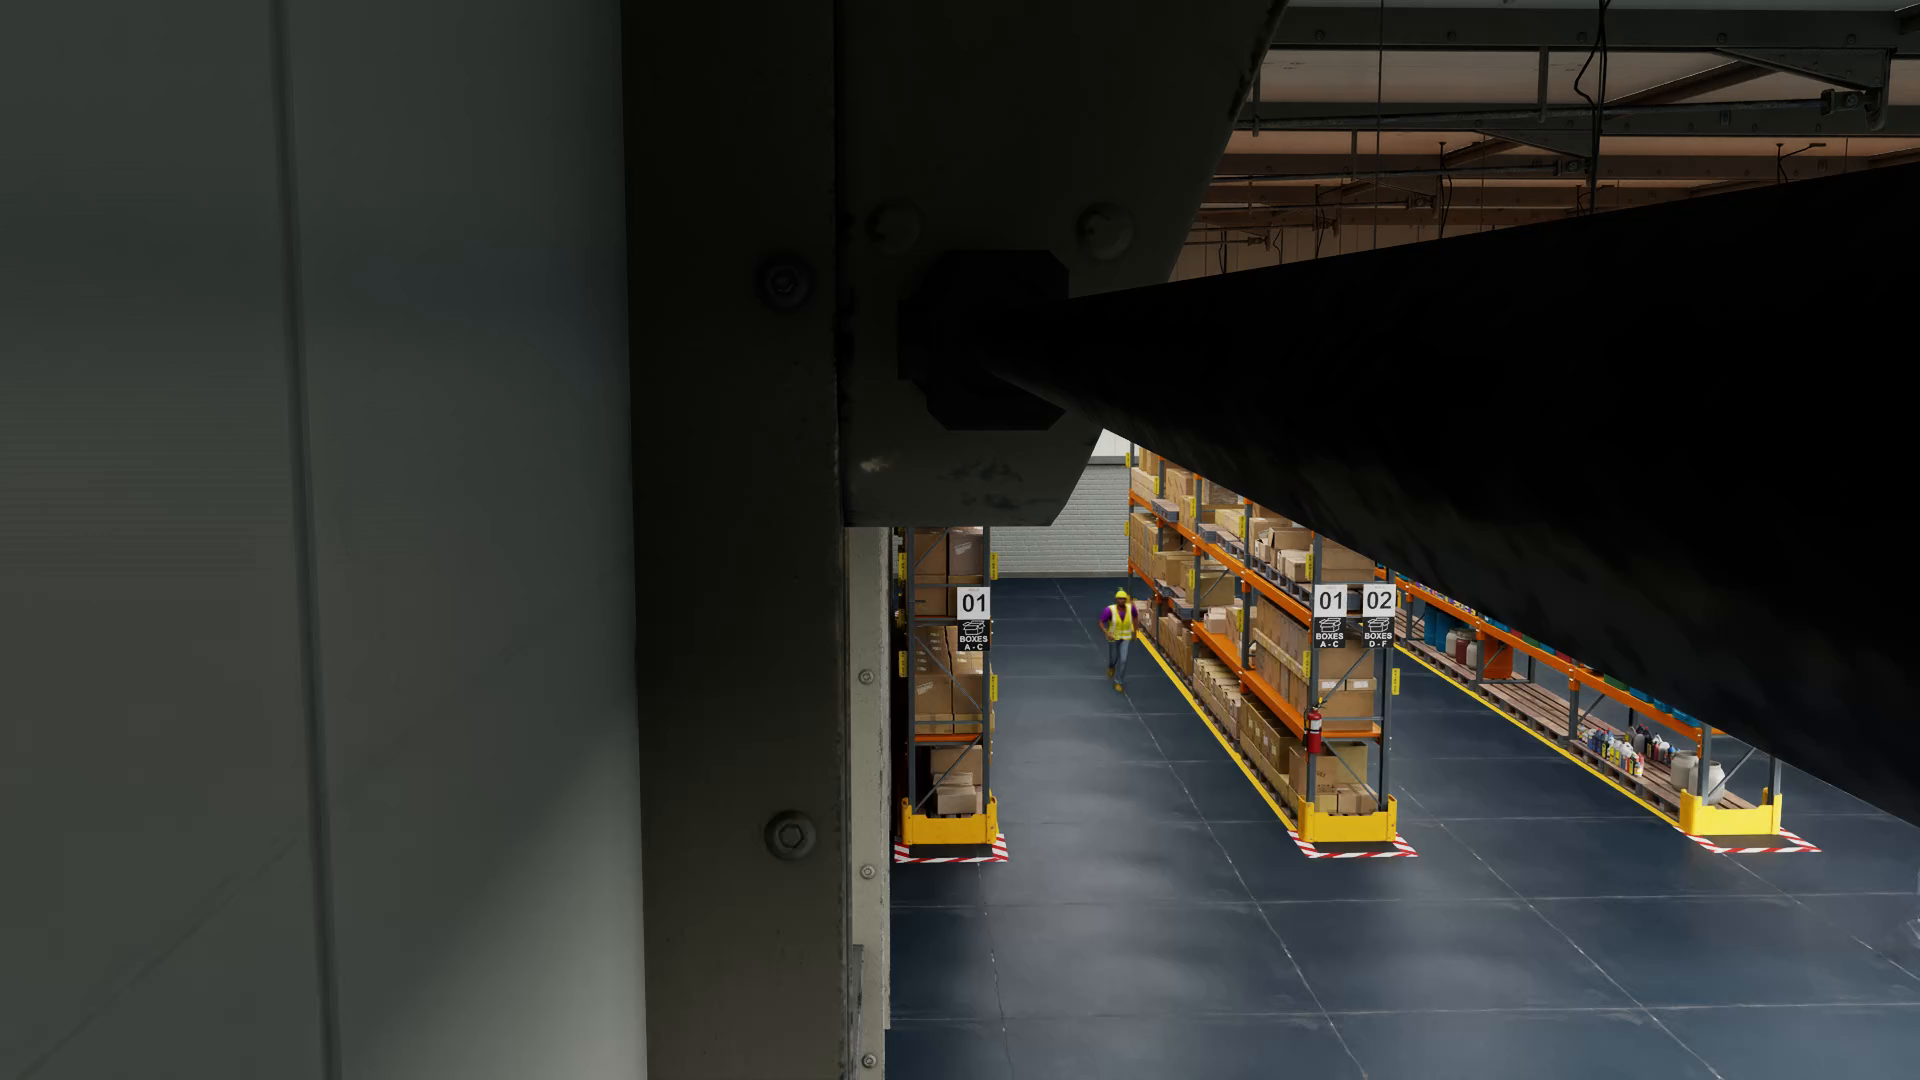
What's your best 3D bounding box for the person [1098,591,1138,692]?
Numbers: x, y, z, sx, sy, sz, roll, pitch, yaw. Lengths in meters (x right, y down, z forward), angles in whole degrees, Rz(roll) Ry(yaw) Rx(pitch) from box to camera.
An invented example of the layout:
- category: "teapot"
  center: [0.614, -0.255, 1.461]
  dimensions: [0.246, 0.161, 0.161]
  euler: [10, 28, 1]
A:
- category: "person"
  center: [2.794, 1.739, 29.240]
  dimensions: [0.727, 1.750, 0.877]
  euler: [-1, 7, -7]
